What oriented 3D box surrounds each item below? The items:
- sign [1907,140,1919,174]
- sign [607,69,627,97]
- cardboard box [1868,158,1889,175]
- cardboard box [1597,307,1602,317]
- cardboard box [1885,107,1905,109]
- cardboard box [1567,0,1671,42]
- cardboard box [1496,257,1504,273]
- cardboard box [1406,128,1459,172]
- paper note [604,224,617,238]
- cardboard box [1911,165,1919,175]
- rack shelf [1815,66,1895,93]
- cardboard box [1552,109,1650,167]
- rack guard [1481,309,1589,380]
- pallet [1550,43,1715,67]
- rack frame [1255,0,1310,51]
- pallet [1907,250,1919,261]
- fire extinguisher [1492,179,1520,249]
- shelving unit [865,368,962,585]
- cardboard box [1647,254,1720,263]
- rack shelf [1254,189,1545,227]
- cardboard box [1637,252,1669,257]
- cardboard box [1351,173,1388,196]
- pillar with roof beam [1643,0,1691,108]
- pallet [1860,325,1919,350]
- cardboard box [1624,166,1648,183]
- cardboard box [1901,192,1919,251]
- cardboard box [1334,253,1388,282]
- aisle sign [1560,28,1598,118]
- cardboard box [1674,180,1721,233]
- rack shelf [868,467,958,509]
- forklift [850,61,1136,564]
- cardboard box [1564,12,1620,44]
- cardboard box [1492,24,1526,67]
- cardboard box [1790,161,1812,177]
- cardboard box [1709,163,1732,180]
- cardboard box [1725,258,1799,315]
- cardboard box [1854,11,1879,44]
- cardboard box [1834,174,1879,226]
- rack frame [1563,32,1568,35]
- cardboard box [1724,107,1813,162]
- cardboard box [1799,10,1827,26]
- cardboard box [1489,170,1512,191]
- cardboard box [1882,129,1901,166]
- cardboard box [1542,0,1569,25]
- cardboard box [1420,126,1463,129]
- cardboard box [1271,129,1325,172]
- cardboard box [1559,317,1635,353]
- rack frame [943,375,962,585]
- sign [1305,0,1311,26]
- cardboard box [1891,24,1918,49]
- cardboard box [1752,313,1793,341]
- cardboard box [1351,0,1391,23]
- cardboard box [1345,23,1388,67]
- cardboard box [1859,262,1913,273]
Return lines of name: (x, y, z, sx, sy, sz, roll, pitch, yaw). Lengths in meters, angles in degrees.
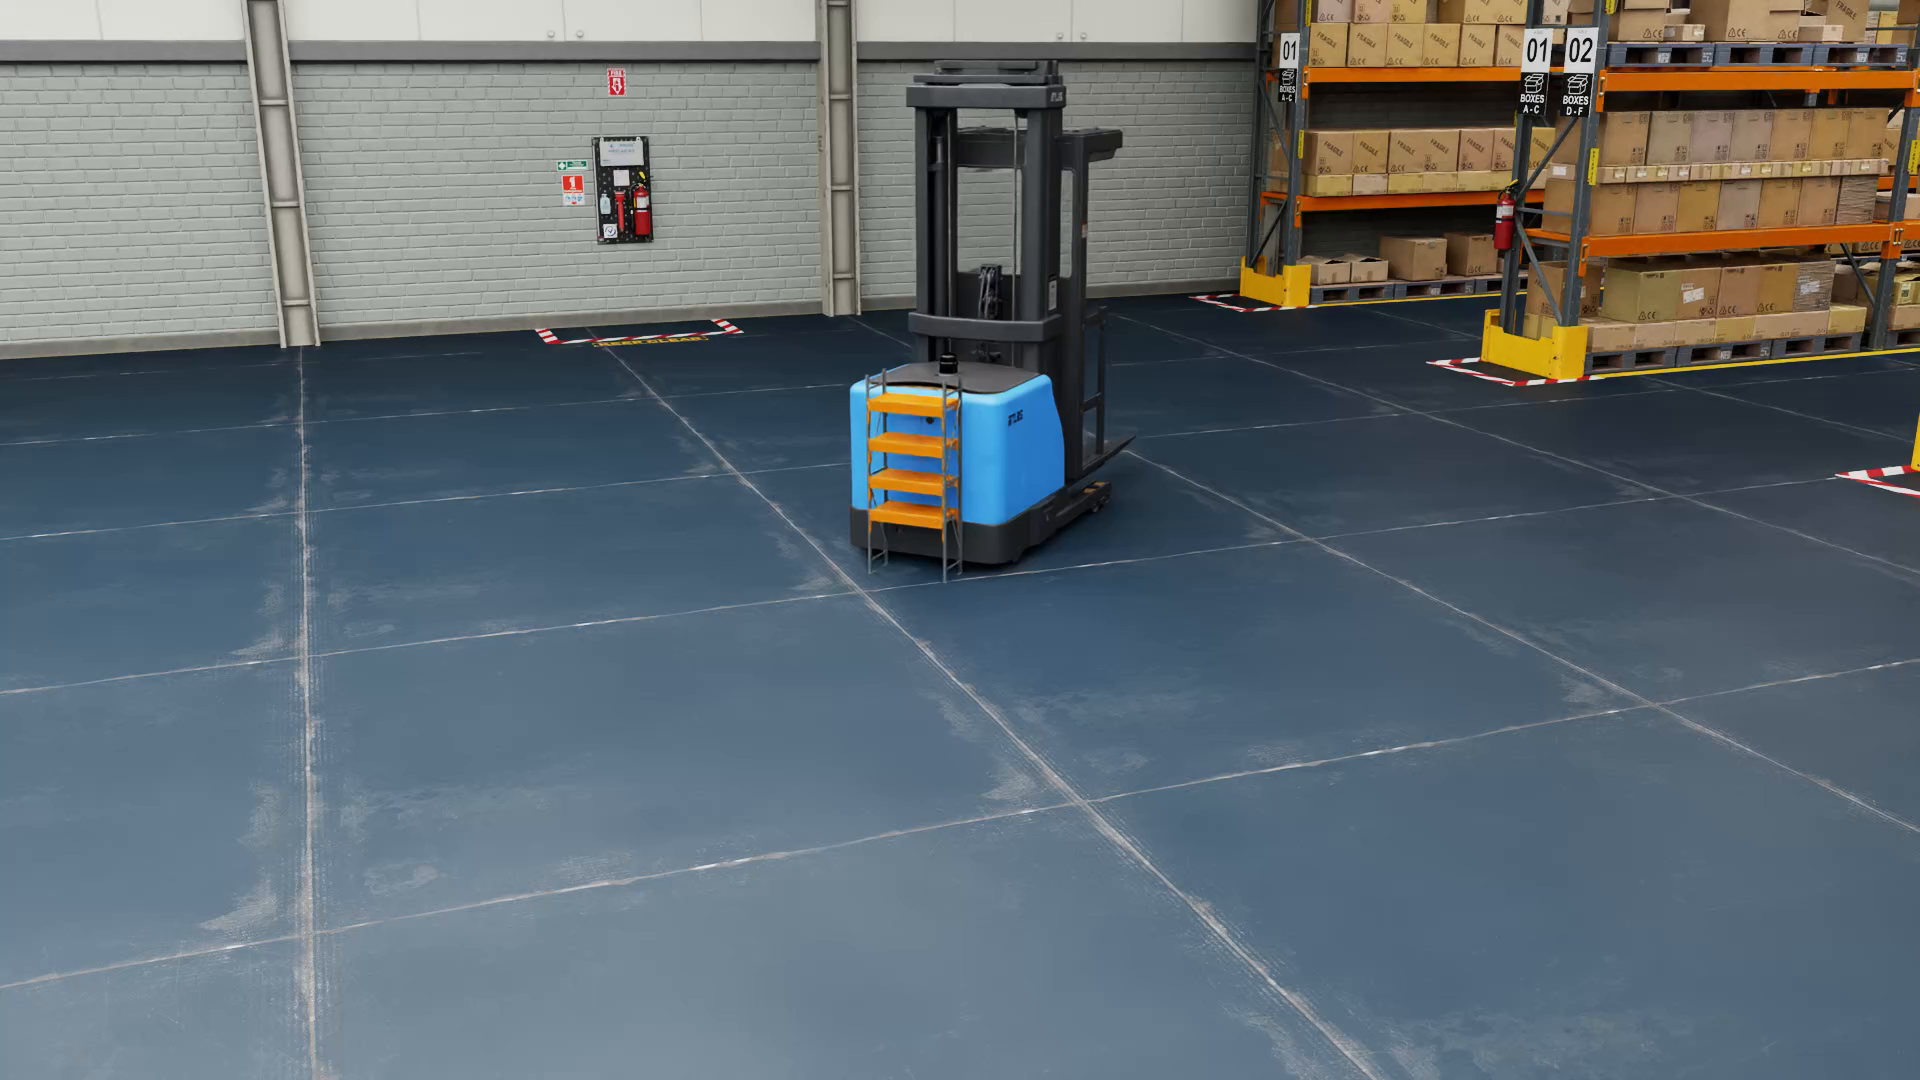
sign: (9.565, -3.839, 16.669, 0.005, 0.325, 0.100, -6, 17, -20)
sign: (-3.770, -5.022, 18.264, 0.199, 0.298, 0.001, -6, 17, -20)
cardboard box: (9.187, -3.806, 16.908, 0.250, 0.149, 0.380, -6, 17, -20)
cardboard box: (6.487, -2.195, 16.885, 0.500, 0.250, 0.500, -6, 17, -20)
cardboard box: (13.584, -6.116, 24.031, 0.500, 0.250, 0.500, -7, 18, -22)
cardboard box: (6.167, -4.942, 15.603, 0.637, 0.503, 0.797, -5, 17, -16)
cardboard box: (7.100, -3.624, 21.863, 0.250, 0.166, 0.380, -9, 18, -27)
cardboard box: (5.834, -4.850, 20.690, 0.500, 0.500, 0.500, -6, 17, -18)
paper note: (-3.917, -3.462, 18.629, 0.142, 0.148, 0.016, -6, 17, -20)
cardboard box: (13.390, -5.281, 23.668, 0.250, 0.149, 0.380, -6, 17, -18)
rack shelf: (13.191, -6.533, 23.475, 4.000, 0.370, 1.077, -6, 17, -20)
cardboard box: (6.119, -3.847, 15.896, 0.500, 0.500, 0.700, -6, 17, -20)
rack guard: (5.607, -1.926, 16.269, 0.348, 0.500, 1.175, -6, 17, -20)
pallet: (6.299, -4.589, 15.735, 1.213, 0.211, 1.003, -6, 17, -20)
rack frame: (3.853, -7.309, 19.517, 0.127, 3.000, 1.000, -6, 17, -20)
pallet: (14.365, -4.205, 24.543, 1.213, 0.211, 1.003, -6, 17, -20)
fire extinguisher: (5.353, -3.201, 16.312, 0.183, 0.674, 0.296, -6, 17, -20)
shelving unit: (-0.266, -0.374, 9.742, 0.503, 1.200, 0.258, 7, 18, 23)
cardboard box: (7.420, -2.657, 17.126, 0.500, 0.500, 0.500, -6, 17, -20)
rack shelf: (5.721, -4.287, 21.151, 4.000, 0.370, 1.077, -6, 17, -20)
cardboard box: (9.225, -4.030, 22.655, 0.500, 0.500, 0.700, -6, 17, -19)
cardboard box: (4.902, -4.390, 20.455, 0.500, 0.250, 0.500, -7, 18, -22)
pillar with roof beam: (11.341, -7.080, 18.735, 0.400, 9.000, 9.100, -6, 17, -20)
pallet: (10.039, -2.278, 17.980, 1.213, 0.211, 1.003, -6, 17, -20)
cardboard box: (6.318, -3.497, 15.855, 0.250, 0.149, 0.380, -7, 18, -22)
cardboard box: (13.669, -4.620, 24.079, 0.750, 0.750, 0.750, -6, 17, -18)
cardboard box: (5.064, -3.455, 21.032, 0.500, 0.311, 0.500, -5, 17, -15)
aisle sign: (5.678, -4.288, 15.262, 0.004, 0.787, 0.394, -6, 17, -20)
cardboard box: (7.024, -3.322, 16.410, 0.500, 0.500, 0.700, -6, 17, -20)
rack shelf: (-0.266, -0.309, 9.761, 0.480, 0.148, 0.258, 7, 18, 23)
forklift: (0.390, -1.634, 10.961, 1.130, 2.935, 3.031, 7, 18, 23)
cardboard box: (8.128, -6.557, 21.356, 0.500, 0.500, 0.500, -4, 17, -12)
cardboard box: (6.729, -6.167, 20.739, 0.500, 0.500, 0.500, -8, 18, -25)
cardboard box: (8.236, -3.704, 16.560, 0.250, 0.149, 0.380, -6, 17, -20)
cardboard box: (7.275, -3.600, 16.206, 0.250, 0.149, 0.380, -6, 18, -21)
cardboard box: (8.073, -2.570, 16.830, 0.500, 0.500, 0.500, -6, 17, -20)
cardboard box: (12.232, -7.067, 23.057, 0.500, 0.500, 0.700, -7, 18, -23)
cardboard box: (8.952, -3.533, 17.127, 0.500, 0.500, 0.700, -7, 18, -22)
rack frame: (7.588, -7.712, 20.891, 0.127, 3.000, 1.000, -6, 17, -20)
cardboard box: (8.013, -4.053, 16.598, 0.500, 0.500, 0.700, -6, 17, -20)
cardboard box: (8.296, -5.160, 16.688, 0.500, 0.311, 0.500, -7, 18, -23)
cardboard box: (6.786, -4.596, 21.156, 0.500, 0.250, 0.500, -6, 17, -20)
cardboard box: (12.825, -5.519, 23.329, 0.500, 0.500, 0.500, -6, 17, -20)
cardboard box: (7.218, -6.689, 20.740, 0.500, 0.500, 0.500, -8, 18, -25)
cardboard box: (6.123, -5.039, 21.334, 0.500, 0.500, 0.500, -6, 17, -19)
cardboard box: (4.217, -4.832, 20.627, 0.500, 0.500, 0.500, -6, 18, -21)
cardboard box: (6.210, -2.005, 16.239, 0.500, 0.250, 0.500, -6, 17, -20)
rack frame: (-0.043, -0.346, 9.648, 0.015, 1.200, 0.240, 7, 18, 23)
sign: (4.048, -6.147, 19.331, 0.005, 0.325, 0.100, -6, 17, -20)
cardboard box: (9.943, -5.159, 17.041, 0.500, 0.250, 0.500, -4, 17, -14)
cardboard box: (8.078, -2.207, 16.924, 0.500, 0.250, 0.500, -6, 17, -20)
cardboard box: (4.786, -6.419, 19.824, 0.500, 0.500, 0.500, -6, 18, -21)
cardboard box: (4.769, -5.940, 19.966, 0.500, 0.500, 0.500, -5, 17, -16)
cardboard box: (10.124, -2.853, 18.128, 0.500, 0.311, 0.500, -6, 17, -19)
